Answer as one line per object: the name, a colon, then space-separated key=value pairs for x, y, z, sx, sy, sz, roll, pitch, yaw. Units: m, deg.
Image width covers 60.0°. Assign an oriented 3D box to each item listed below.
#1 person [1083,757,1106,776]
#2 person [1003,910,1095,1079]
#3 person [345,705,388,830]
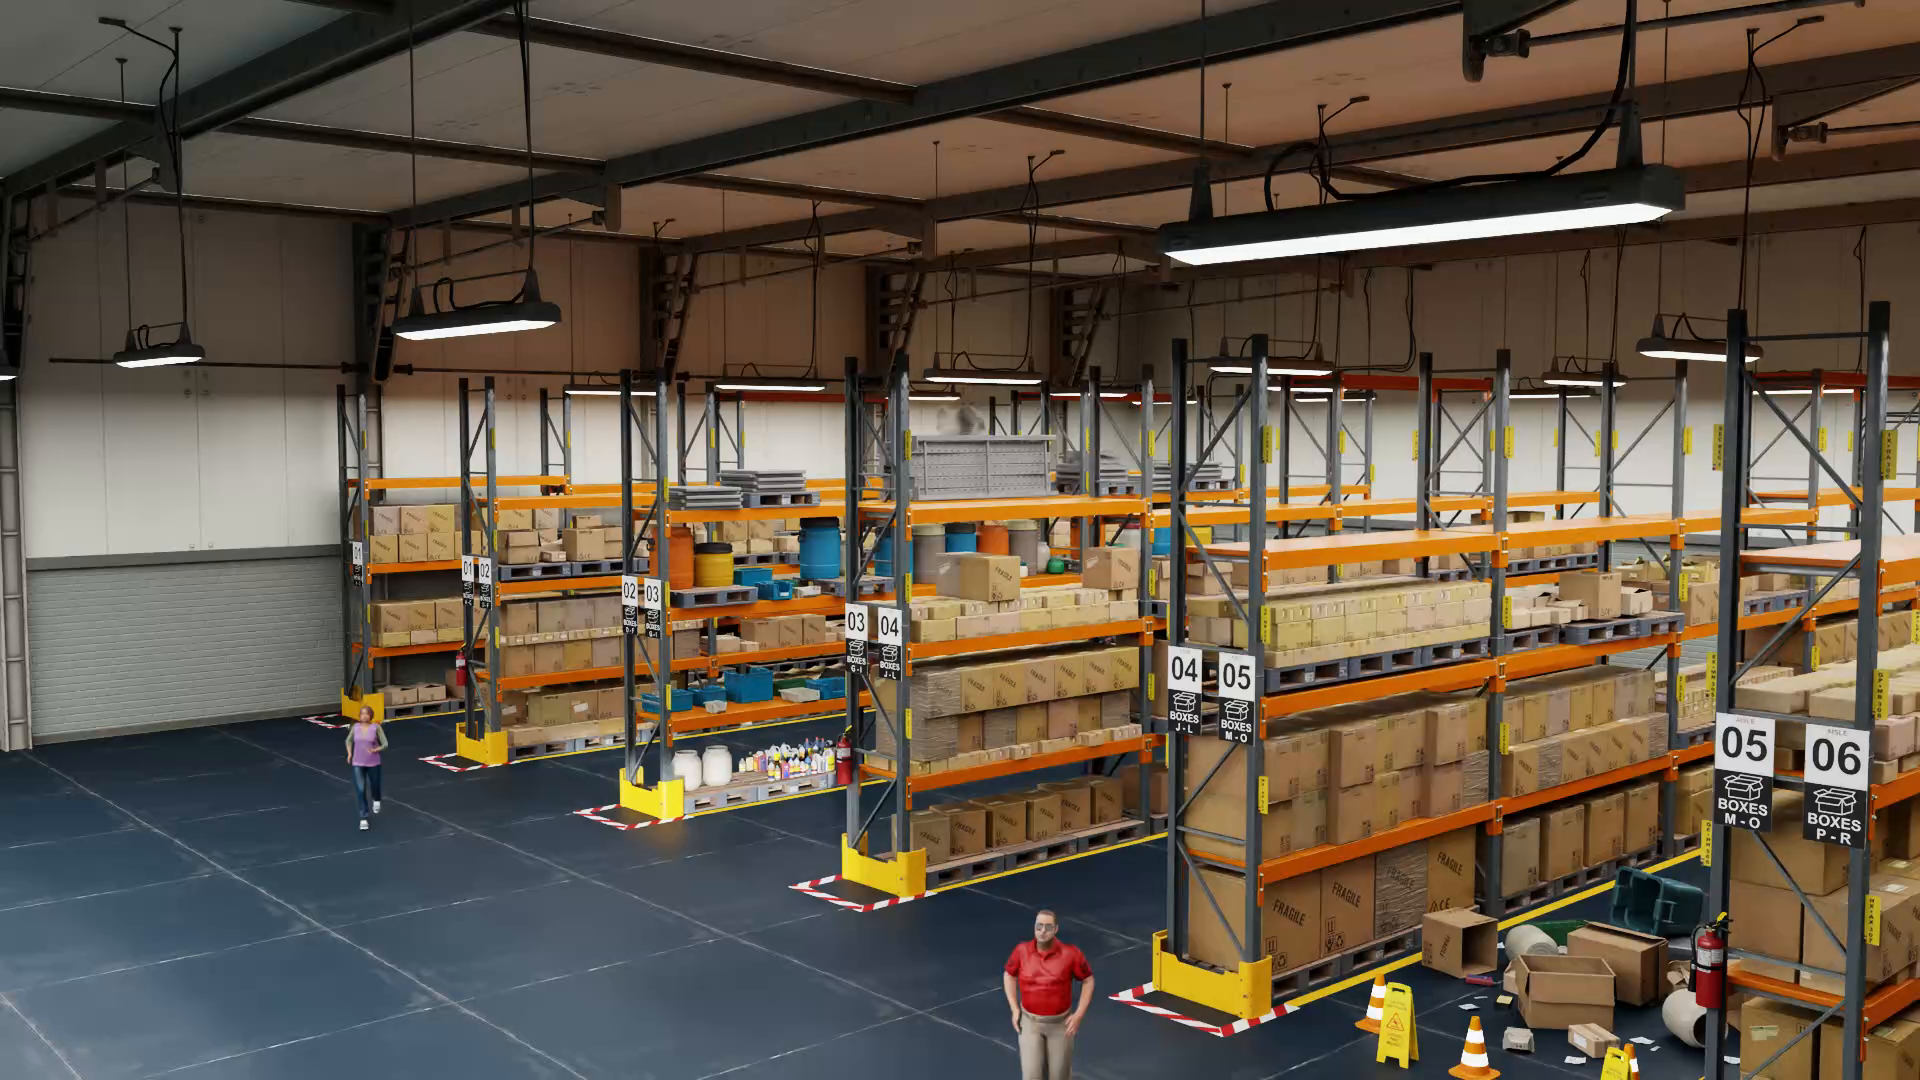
person: x=1.920 y=2.774 z=24.096 sx=0.607 sy=1.640 sz=0.849 roll=3 pitch=5 yaw=38
person: x=0.644 y=3.530 z=12.170 sx=0.684 sy=1.701 sz=0.709 roll=1 pitch=4 yaw=10
person: x=-7.774 y=2.945 z=21.781 sx=0.548 sy=1.568 sz=0.805 roll=-1 pitch=4 yaw=-13
